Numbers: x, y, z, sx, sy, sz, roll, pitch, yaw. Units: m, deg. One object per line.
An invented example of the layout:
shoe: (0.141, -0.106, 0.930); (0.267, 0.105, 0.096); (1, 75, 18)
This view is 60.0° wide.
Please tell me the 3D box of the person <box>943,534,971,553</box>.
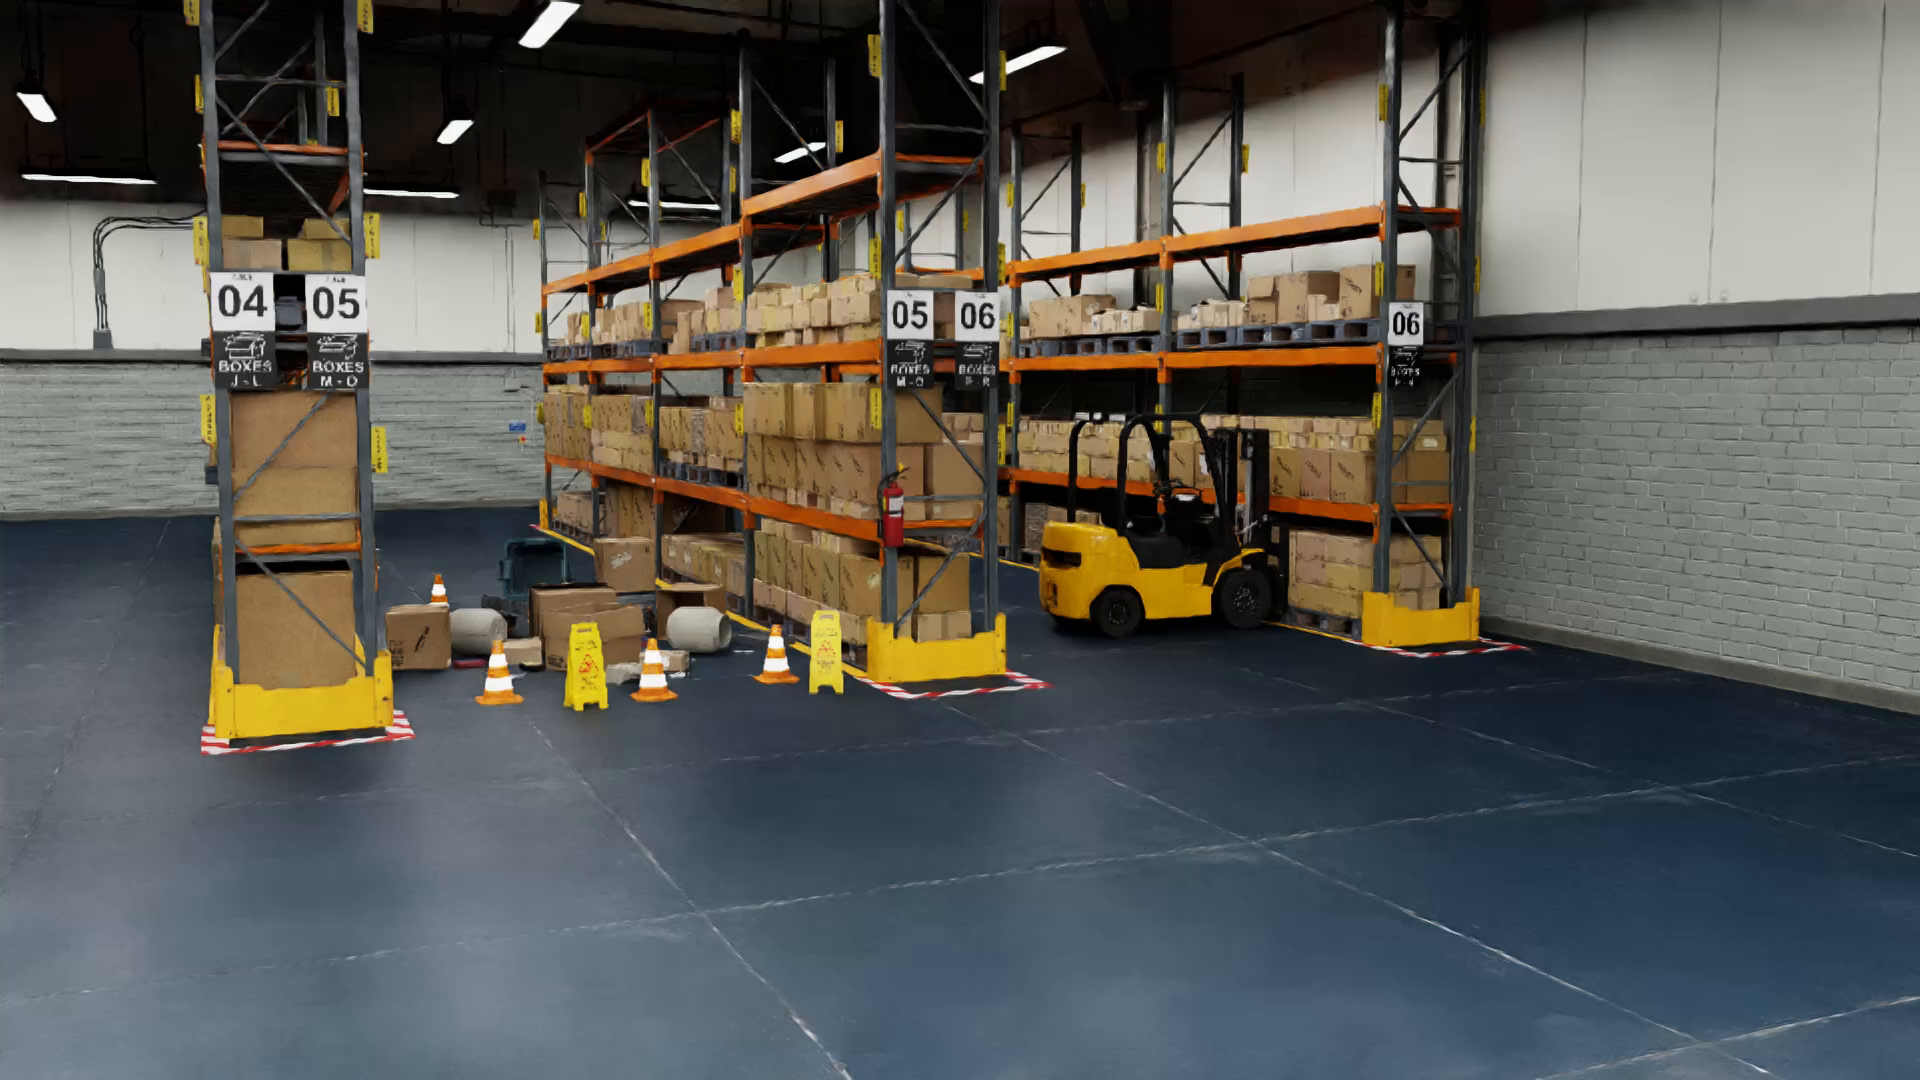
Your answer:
person: (-0.094, -0.091, 17.377); (0.476, 1.790, 0.594); (1, 5, 9)
